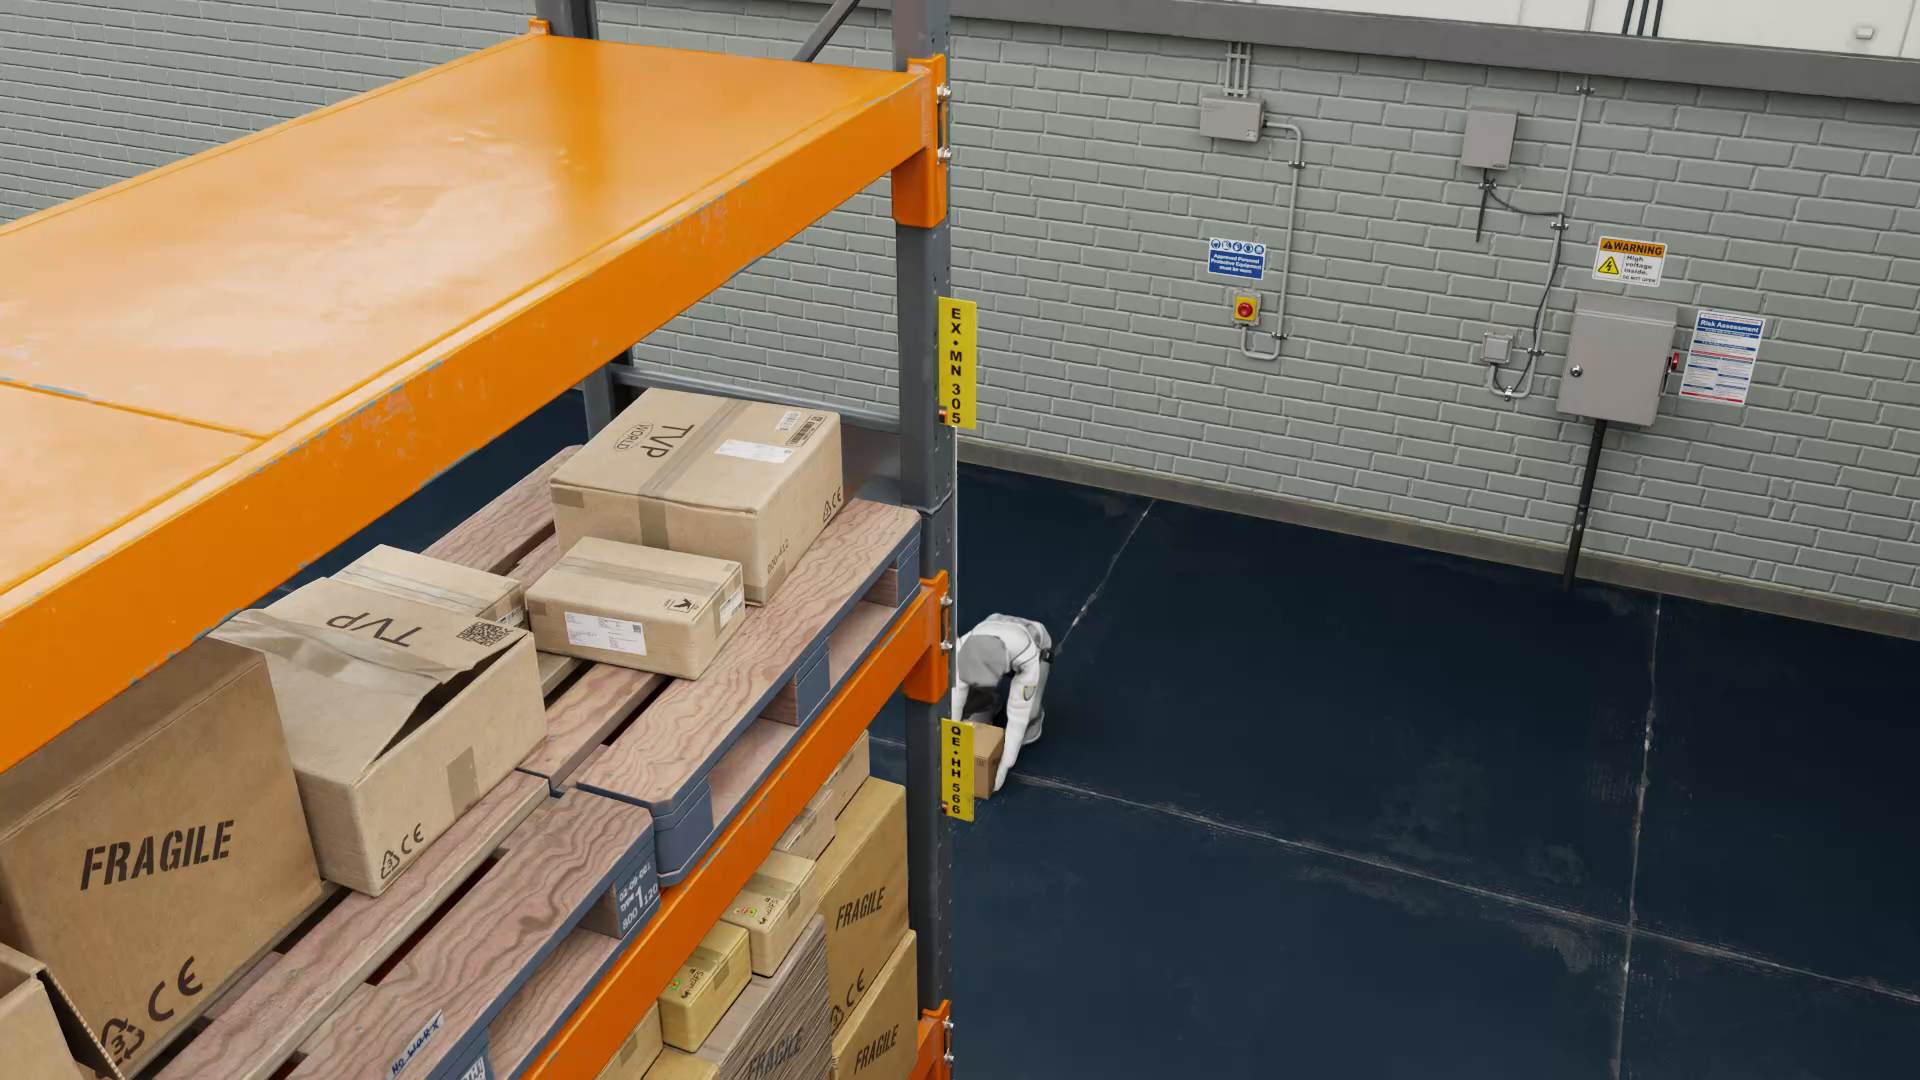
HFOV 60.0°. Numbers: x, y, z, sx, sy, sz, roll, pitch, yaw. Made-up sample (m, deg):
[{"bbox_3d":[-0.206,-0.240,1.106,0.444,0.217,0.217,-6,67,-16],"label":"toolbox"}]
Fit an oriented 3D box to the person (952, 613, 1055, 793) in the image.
[{"bbox_3d":[0.186,0.677,8.099,0.475,0.848,0.869,11,32,19],"label":"person"}]
